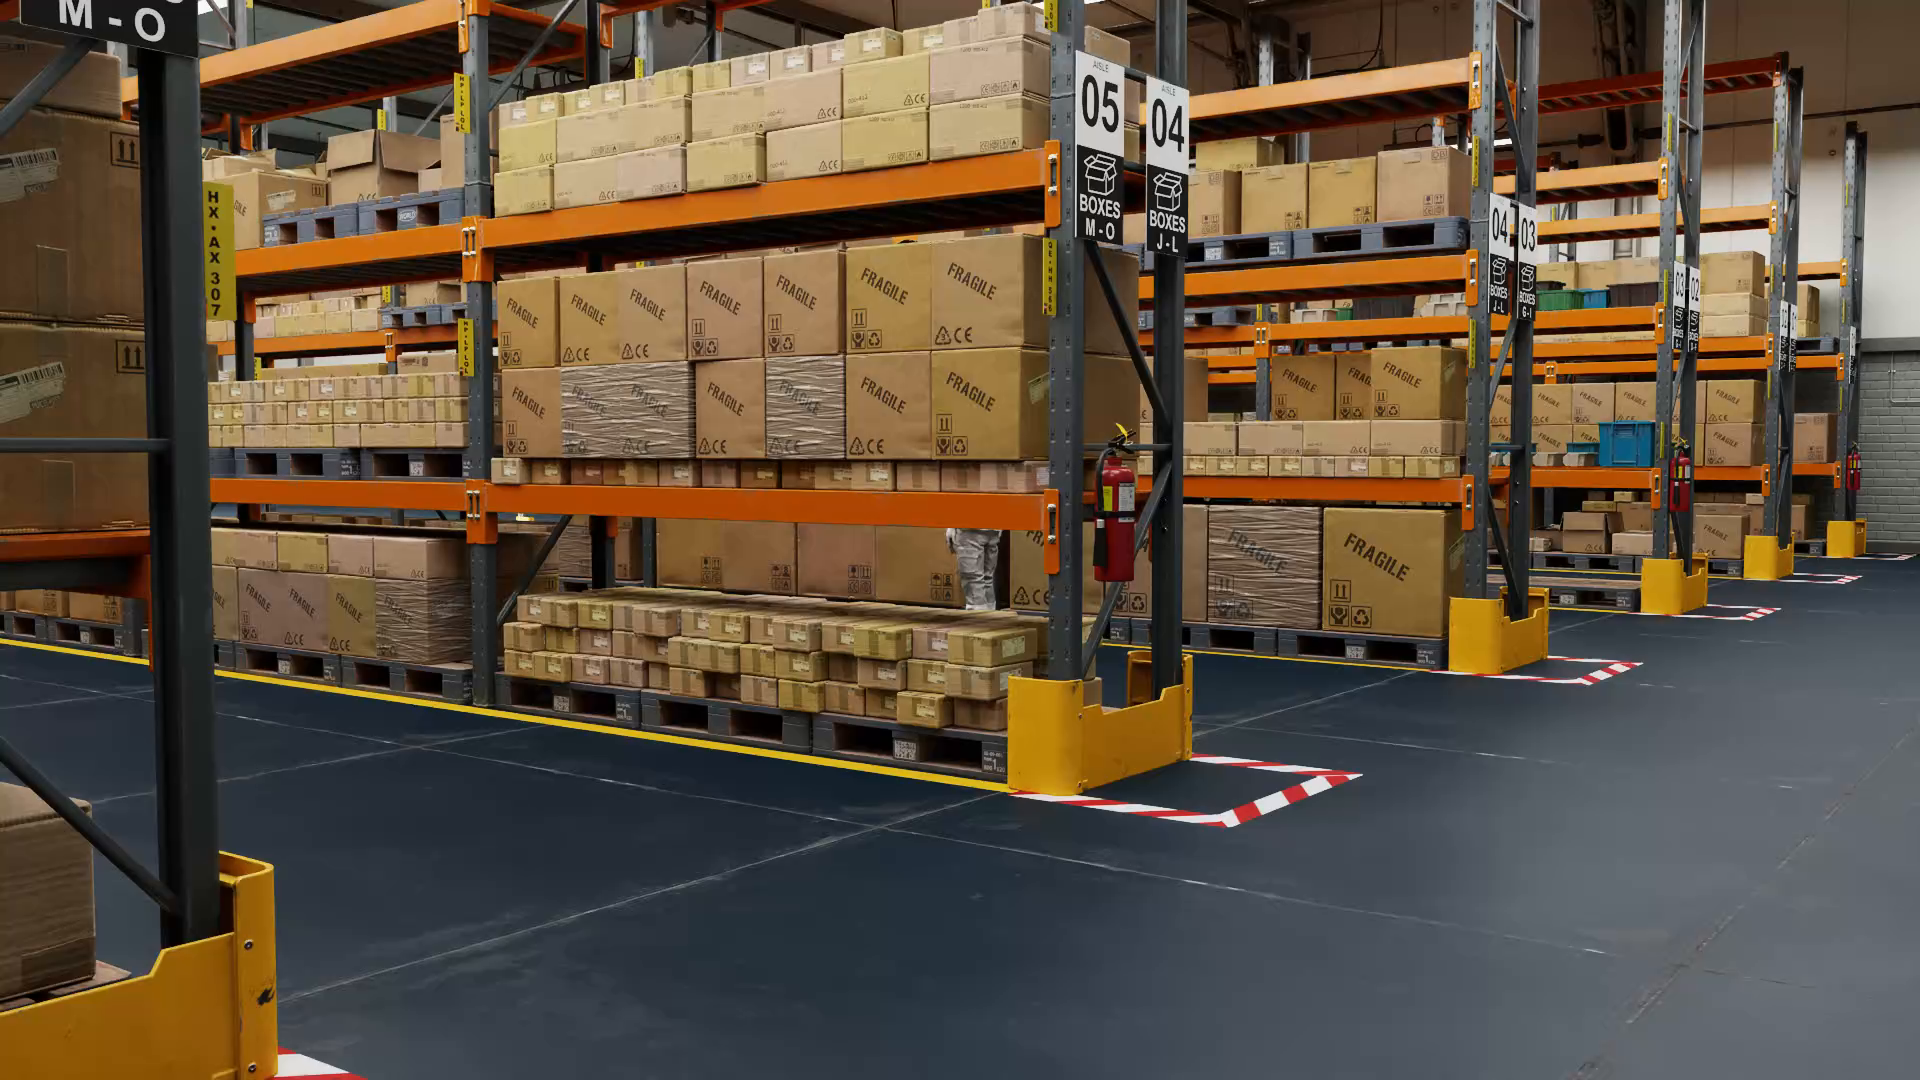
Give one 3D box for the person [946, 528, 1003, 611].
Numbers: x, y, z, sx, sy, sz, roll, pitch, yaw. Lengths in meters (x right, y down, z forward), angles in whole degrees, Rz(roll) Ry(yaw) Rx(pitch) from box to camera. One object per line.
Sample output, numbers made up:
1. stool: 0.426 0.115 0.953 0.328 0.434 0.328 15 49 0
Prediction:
1. person: 0.075 -0.077 12.358 0.561 1.790 0.638 2 4 36
